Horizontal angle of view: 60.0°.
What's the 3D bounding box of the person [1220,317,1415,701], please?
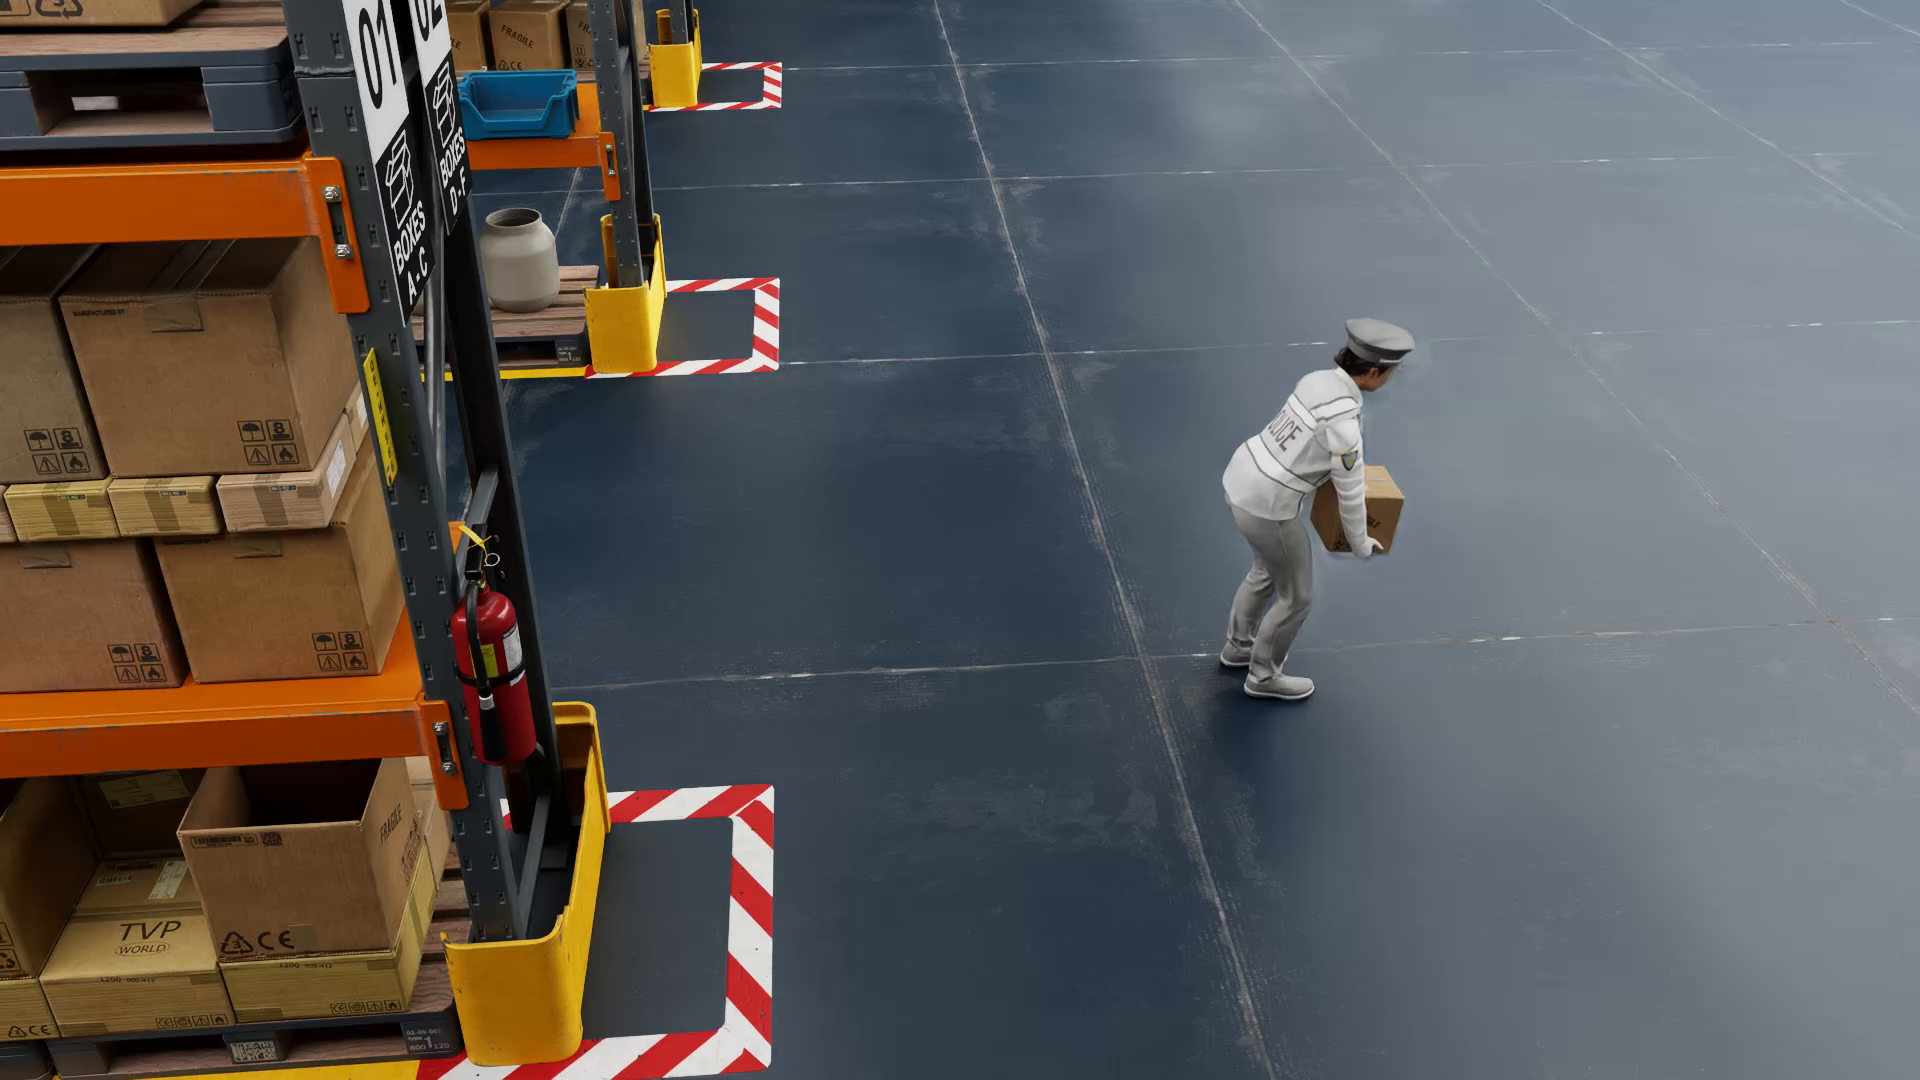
[{"bbox_3d":[1.331,-0.106,6.423,0.648,1.552,0.410,-3,31,-6],"label":"person"}]
